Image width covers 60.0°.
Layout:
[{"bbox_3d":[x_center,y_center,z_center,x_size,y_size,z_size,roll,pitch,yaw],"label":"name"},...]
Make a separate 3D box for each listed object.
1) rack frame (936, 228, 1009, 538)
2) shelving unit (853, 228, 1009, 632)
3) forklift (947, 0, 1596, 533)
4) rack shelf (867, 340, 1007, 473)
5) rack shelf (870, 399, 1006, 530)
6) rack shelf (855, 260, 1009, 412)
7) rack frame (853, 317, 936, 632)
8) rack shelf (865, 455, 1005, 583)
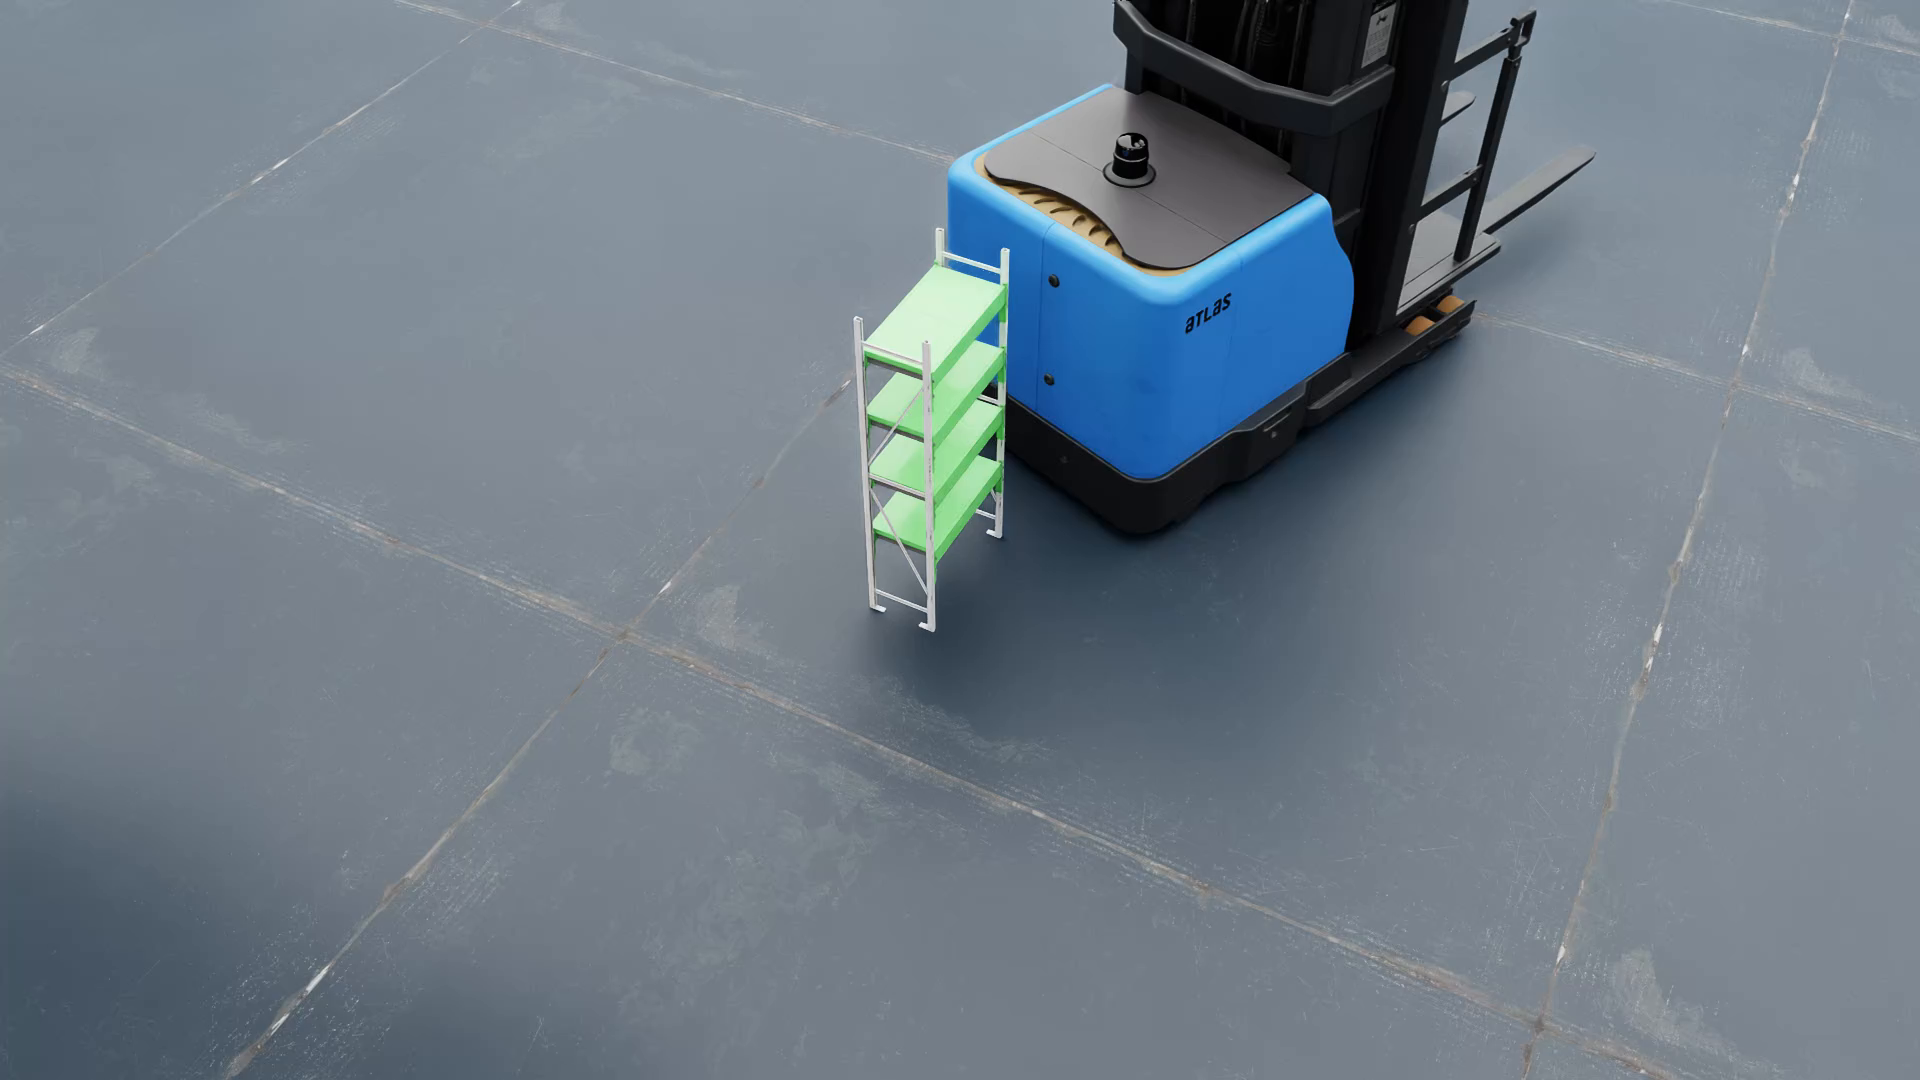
[{"bbox_3d":[0.036,-0.471,5.372,0.240,1.200,0.015,20,49,19],"label":"rack frame"},{"bbox_3d":[-0.077,-0.317,5.220,0.258,1.200,0.503,20,49,19],"label":"shelving unit"},{"bbox_3d":[1.368,-1.974,5.640,3.031,2.935,1.130,-33,54,-28],"label":"forklift"},{"bbox_3d":[-0.077,-0.441,5.095,0.258,0.148,0.480,20,49,19],"label":"rack shelf"},{"bbox_3d":[-0.077,-0.273,5.266,0.258,0.148,0.480,20,49,19],"label":"rack shelf"},{"bbox_3d":[-0.077,-0.610,4.924,0.258,0.148,0.480,20,49,19],"label":"rack shelf"},{"bbox_3d":[-0.190,-0.164,5.068,0.240,1.200,0.015,20,49,19],"label":"rack frame"},{"bbox_3d":[-0.077,-0.104,5.436,0.258,0.148,0.480,20,49,19],"label":"rack shelf"}]
